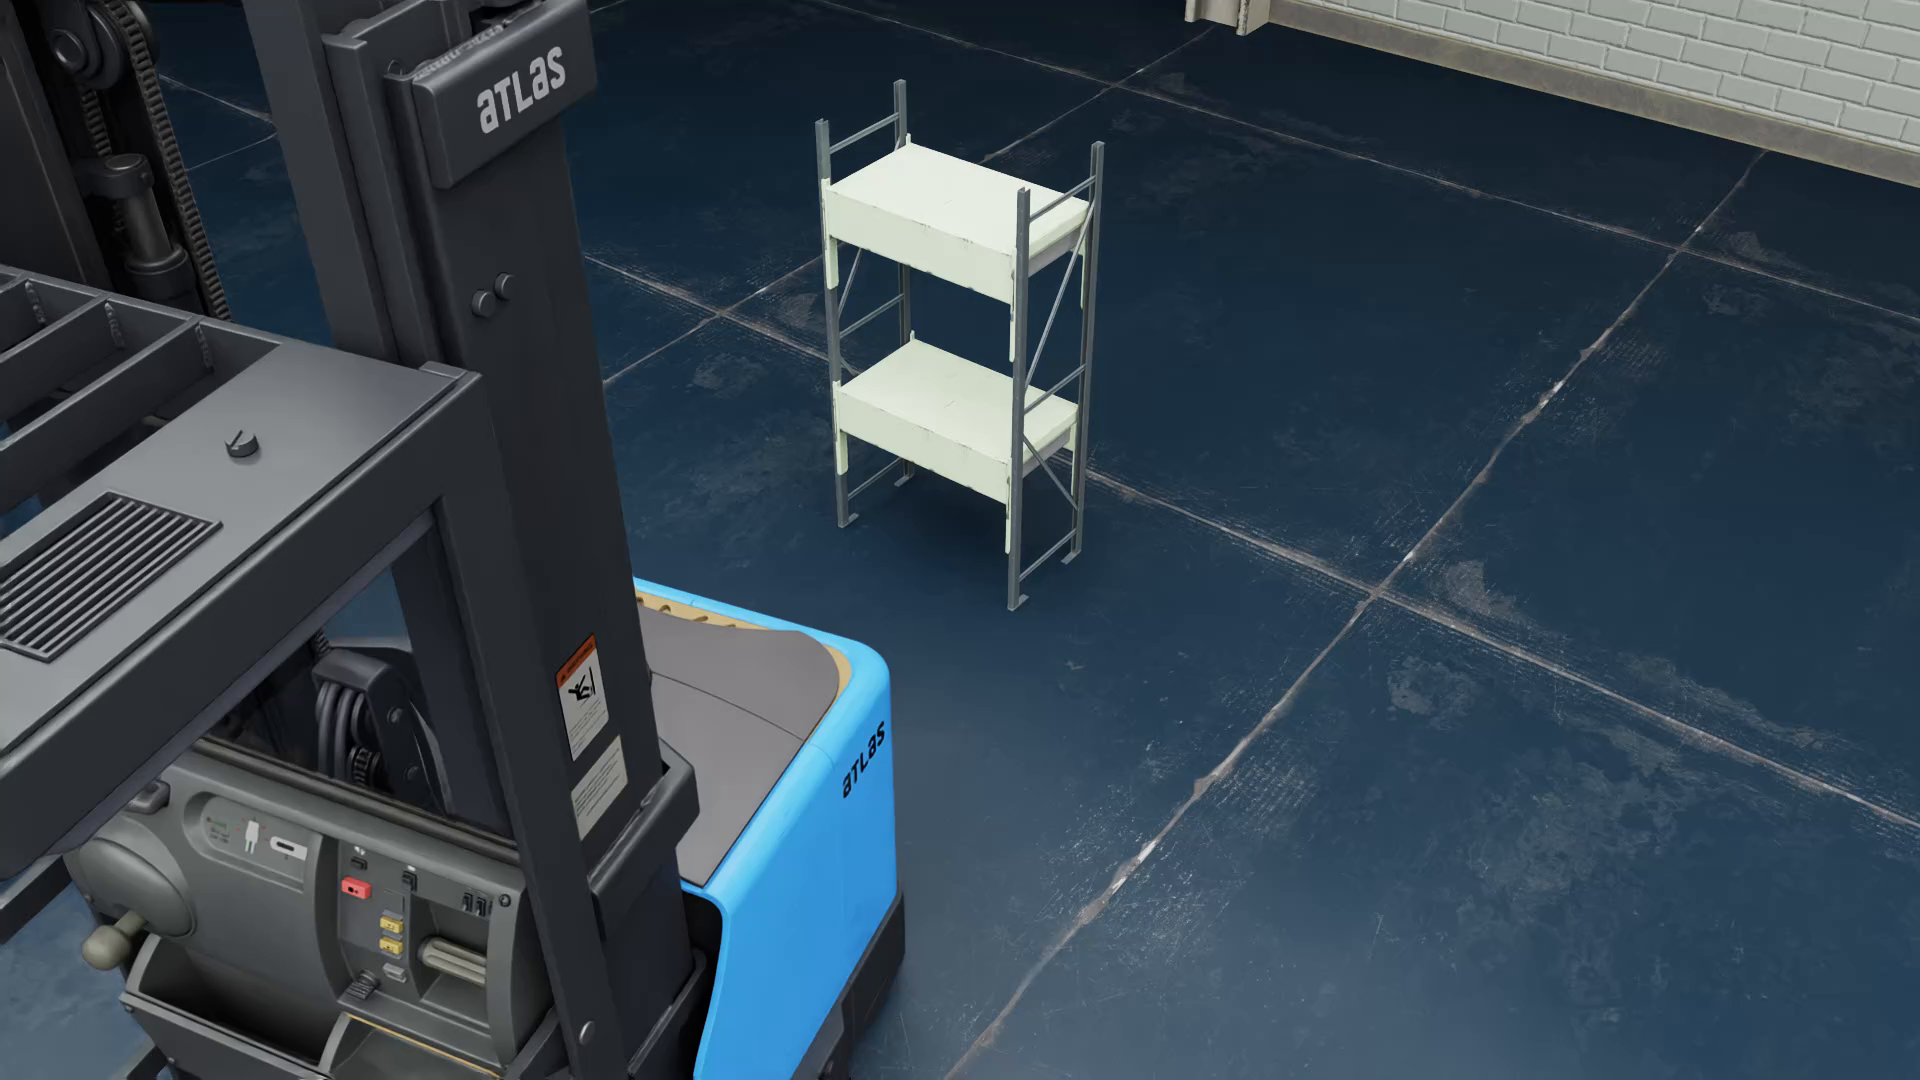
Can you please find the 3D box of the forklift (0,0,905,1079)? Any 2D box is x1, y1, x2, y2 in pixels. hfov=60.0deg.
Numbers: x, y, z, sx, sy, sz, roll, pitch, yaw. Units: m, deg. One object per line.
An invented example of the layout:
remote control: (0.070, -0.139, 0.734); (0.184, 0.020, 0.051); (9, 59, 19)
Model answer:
forklift: (-1.182, 0.655, 2.536); (1.130, 2.935, 3.031); (15, 40, 18)

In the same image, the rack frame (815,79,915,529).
rack frame: (-0.296, -0.730, 5.466); (0.023, 1.500, 0.400); (25, 45, 29)

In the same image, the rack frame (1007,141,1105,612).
rack frame: (0.285, -0.456, 5.116); (0.023, 1.500, 0.400); (25, 45, 29)

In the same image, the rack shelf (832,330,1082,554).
rack shelf: (-0.005, -0.336, 5.492); (0.720, 0.370, 0.431); (25, 45, 29)

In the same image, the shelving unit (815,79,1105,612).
shelving unit: (-0.005, -0.593, 5.291); (0.755, 1.500, 0.431); (25, 45, 29)

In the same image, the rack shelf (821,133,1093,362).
rack shelf: (-0.005, -0.900, 5.050); (0.720, 0.370, 0.431); (25, 45, 29)

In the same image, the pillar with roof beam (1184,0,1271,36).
pillar with roof beam: (-1.075, -4.429, 4.108); (0.400, 9.000, 9.100); (25, 45, 29)
